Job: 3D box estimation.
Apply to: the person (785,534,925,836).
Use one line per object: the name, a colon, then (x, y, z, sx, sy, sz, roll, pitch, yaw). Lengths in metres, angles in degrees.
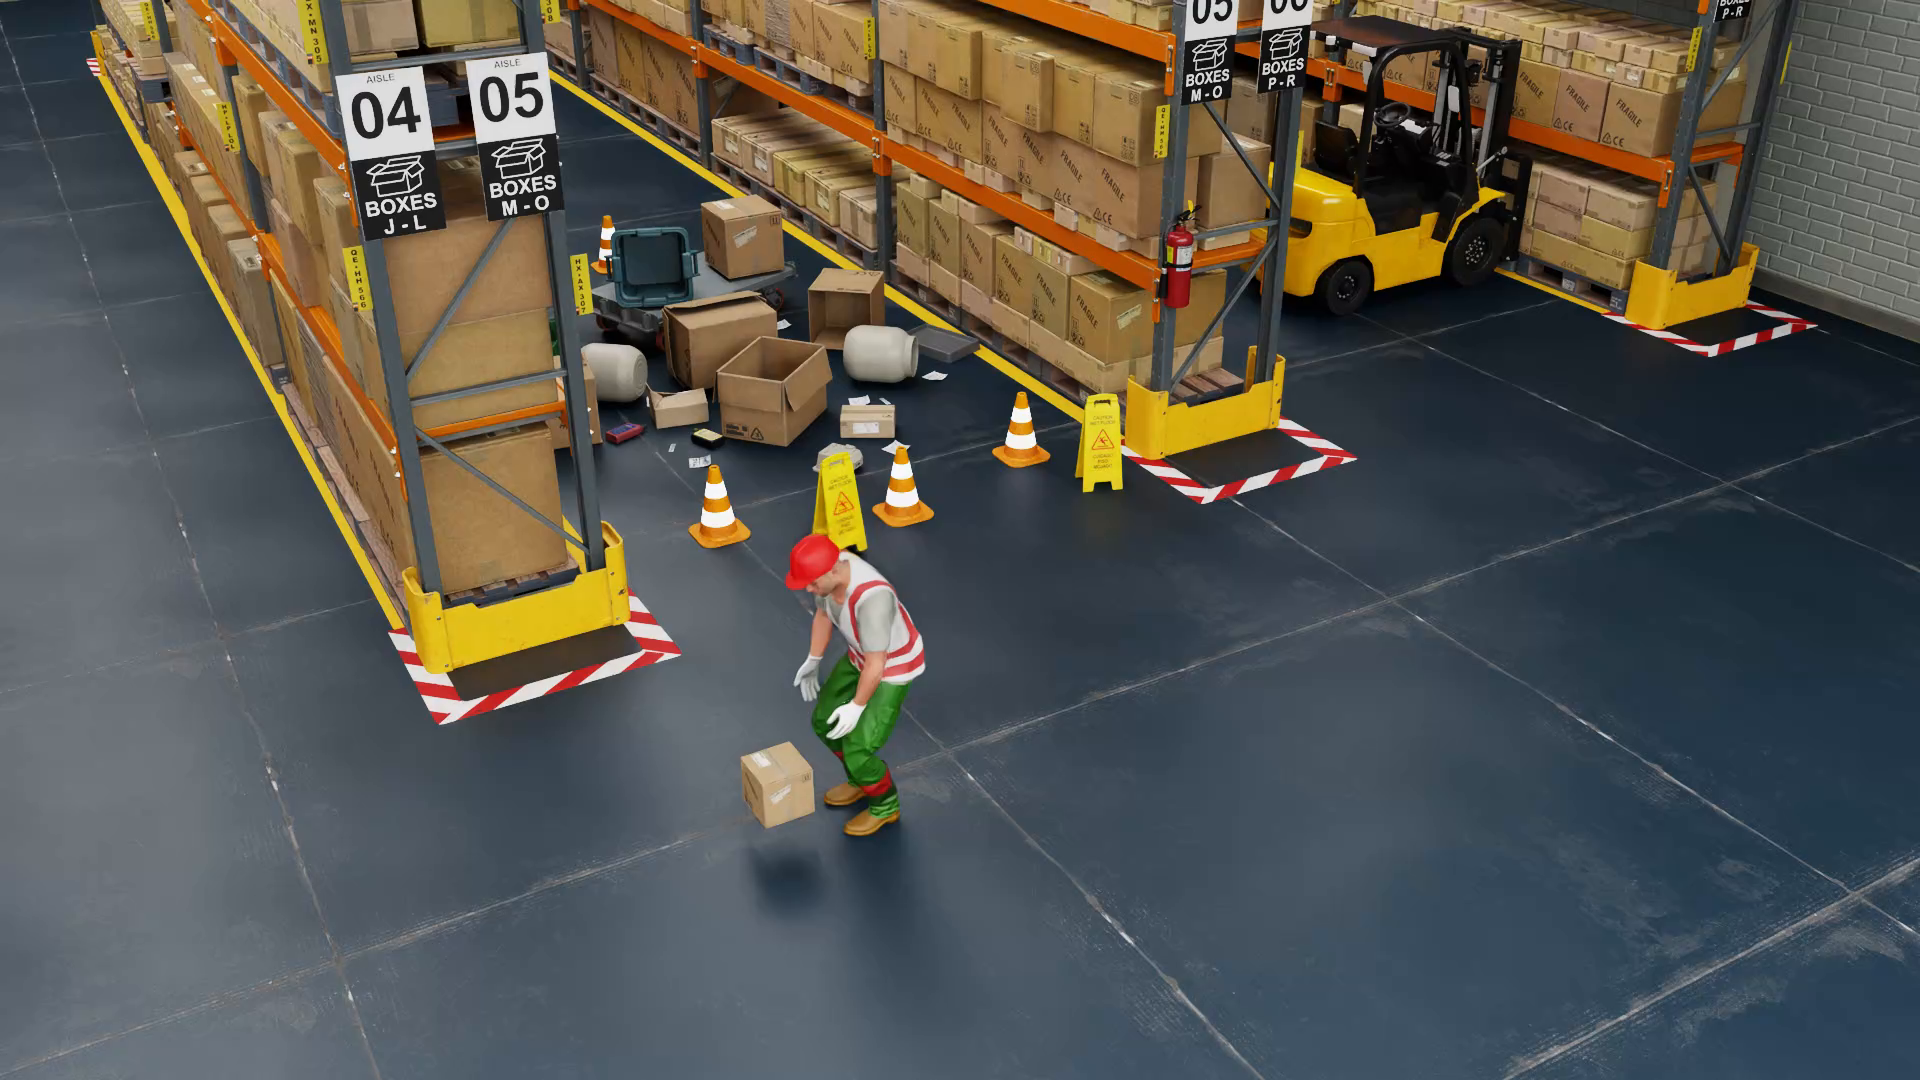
person: (-0.471, 0.633, 7.607, 0.647, 1.580, 0.575, -15, 32, -26)
